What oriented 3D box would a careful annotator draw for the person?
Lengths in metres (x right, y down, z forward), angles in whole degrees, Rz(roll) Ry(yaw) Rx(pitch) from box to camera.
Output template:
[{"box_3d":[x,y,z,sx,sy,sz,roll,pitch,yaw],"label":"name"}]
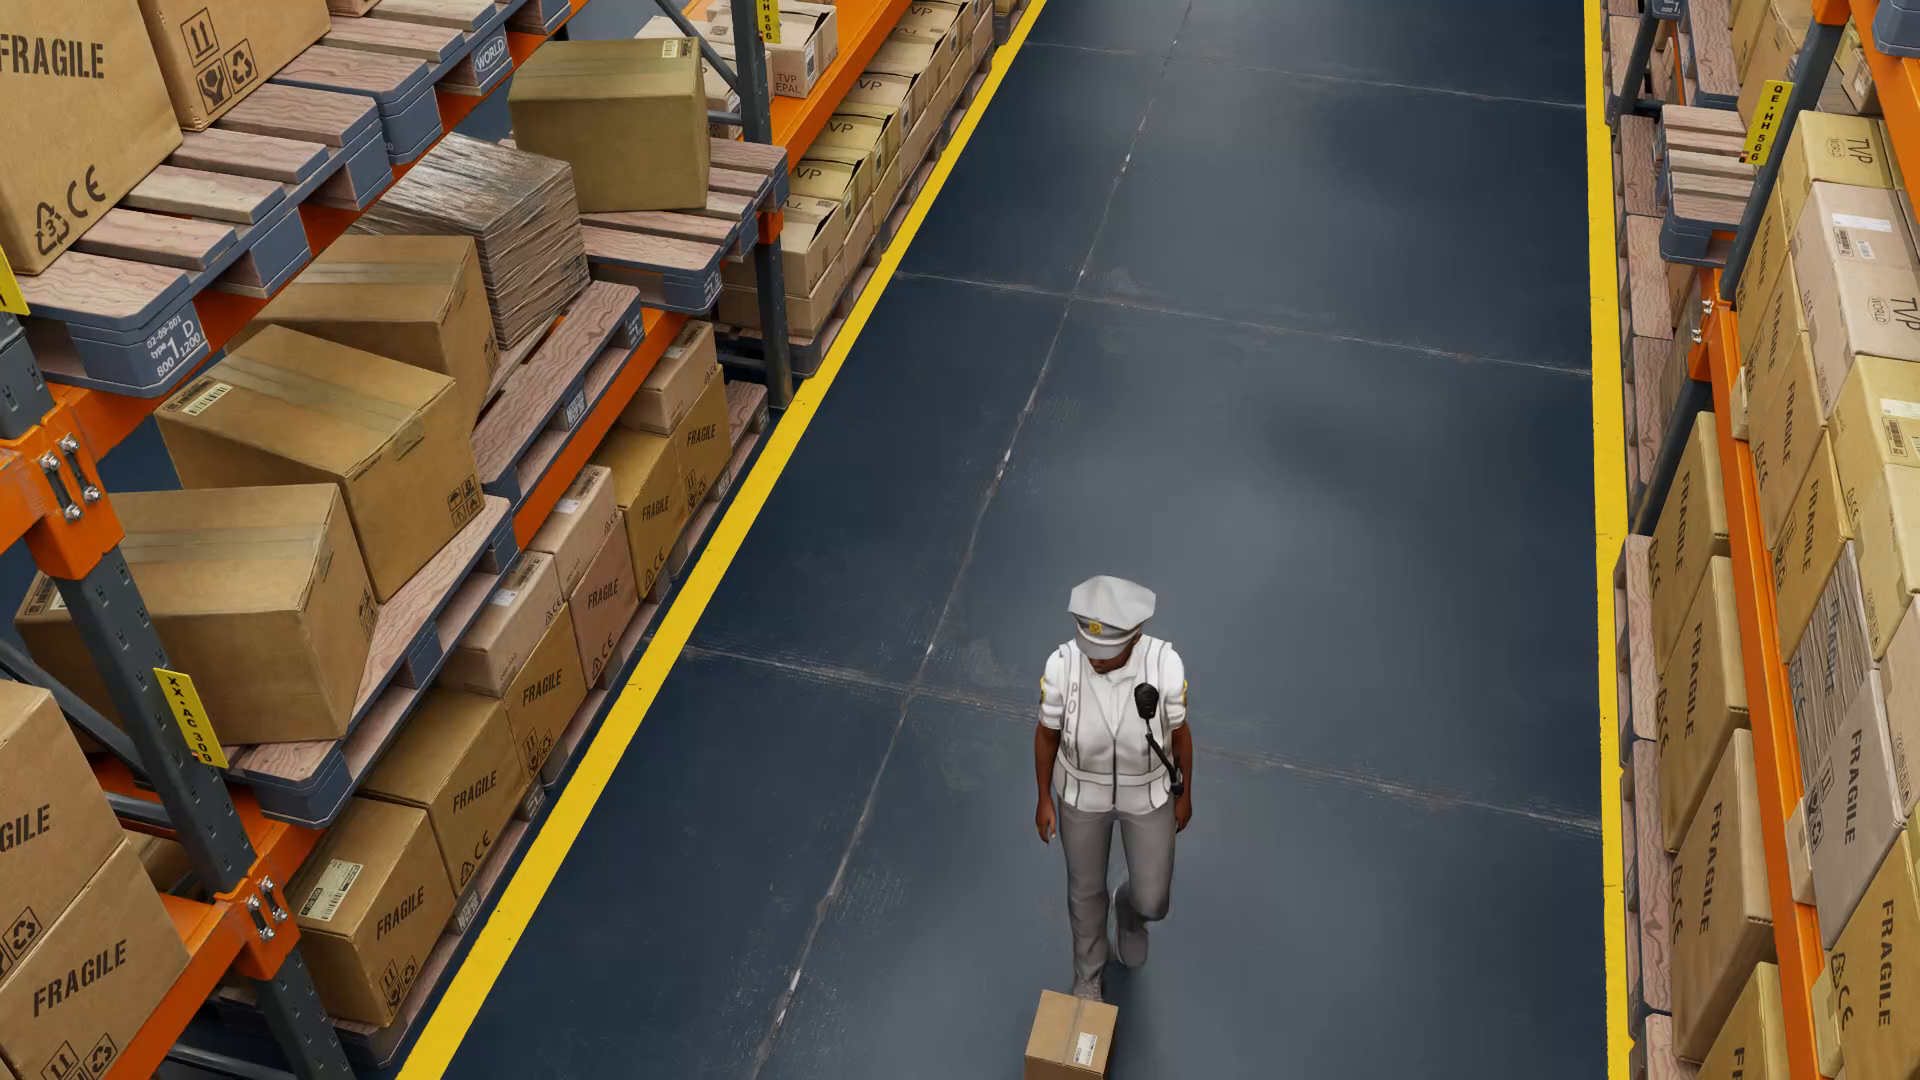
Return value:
[{"box_3d":[0.471,0.869,5.183,0.508,1.703,0.528,4,41,5],"label":"person"}]
